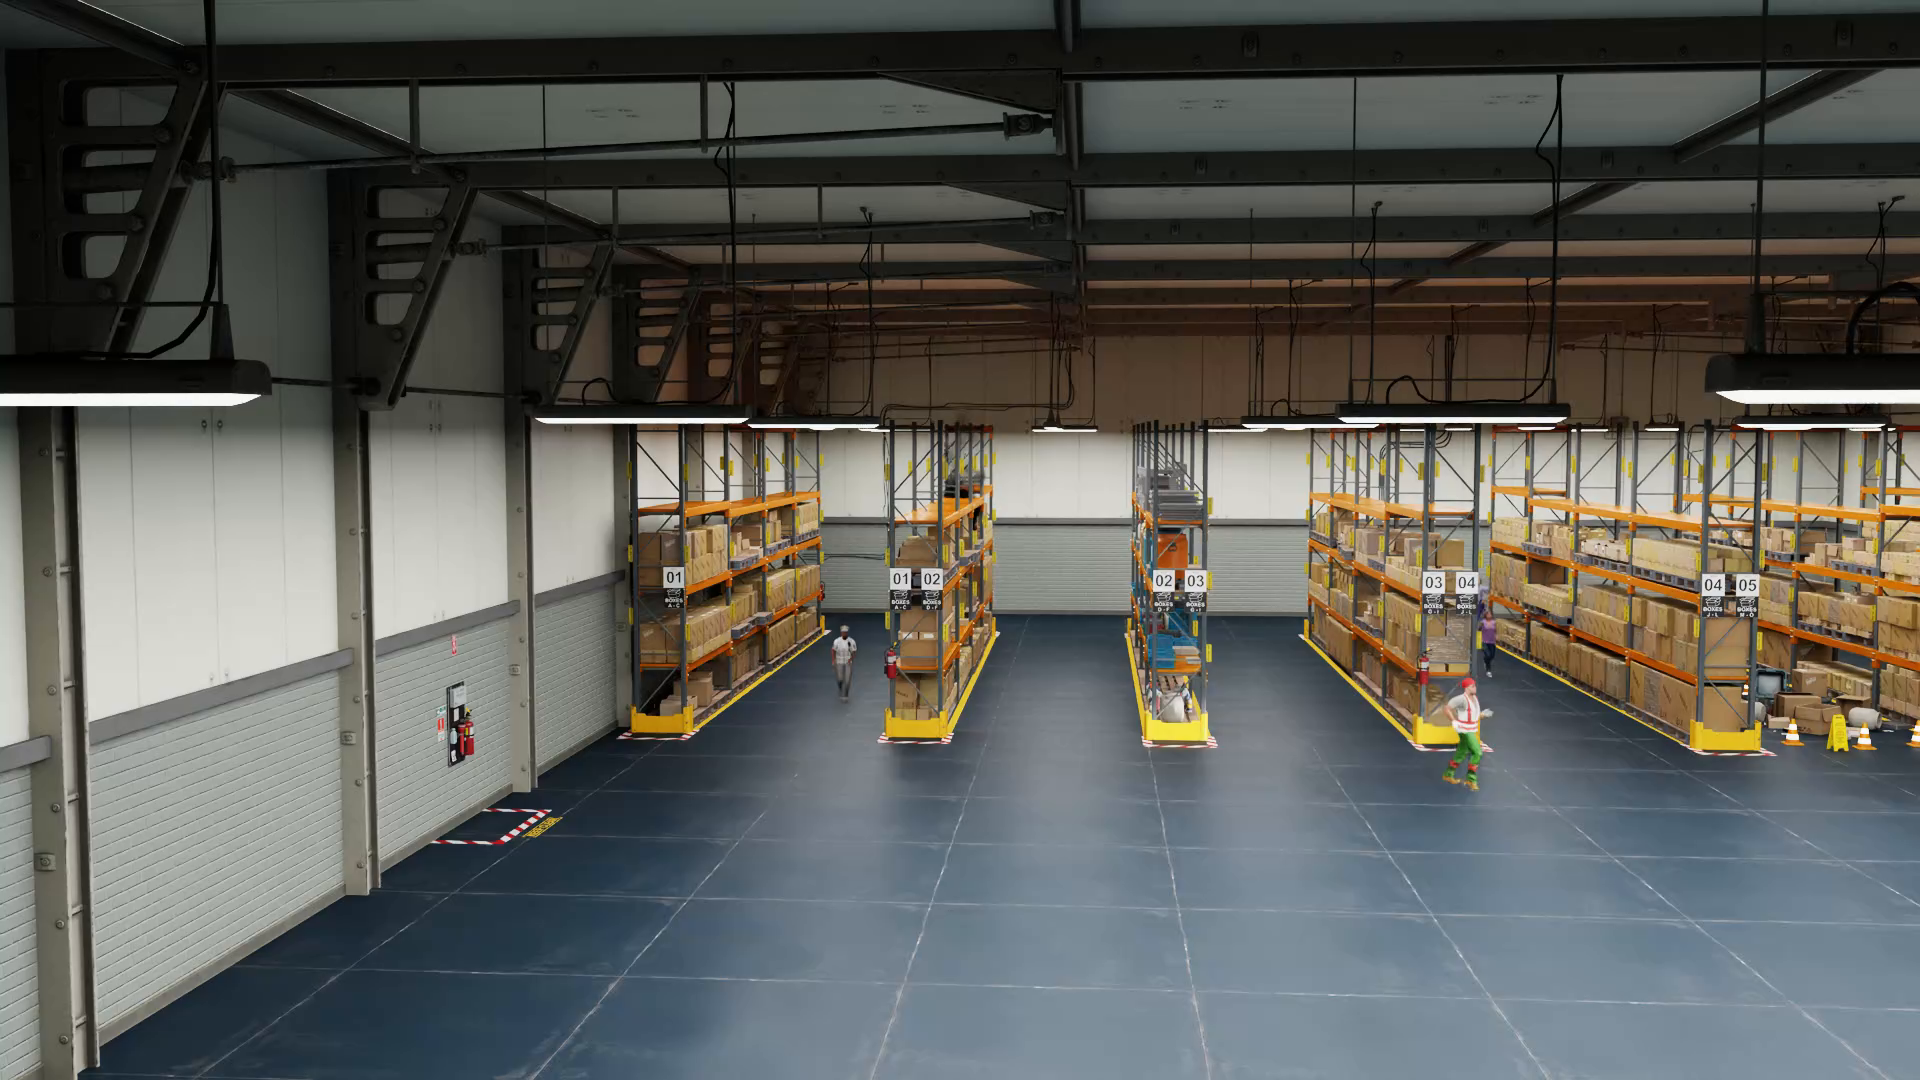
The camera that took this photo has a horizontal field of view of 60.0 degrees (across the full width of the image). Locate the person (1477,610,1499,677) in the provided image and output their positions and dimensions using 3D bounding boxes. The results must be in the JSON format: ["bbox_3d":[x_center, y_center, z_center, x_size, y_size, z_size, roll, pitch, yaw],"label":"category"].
[{"bbox_3d":[12.542,2.452,39.601,0.540,1.563,0.604,0,4,-2],"label":"person"}]

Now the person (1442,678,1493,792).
[{"bbox_3d":[8.206,3.141,26.903,0.779,1.851,0.616,3,5,39],"label":"person"}]

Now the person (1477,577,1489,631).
[{"bbox_3d":[14.720,1.908,47.330,0.733,1.712,0.603,-2,4,-27],"label":"person"}]

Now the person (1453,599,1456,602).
[{"bbox_3d":[14.207,1.923,47.008,0.536,1.675,0.717,-1,4,-20],"label":"person"}]

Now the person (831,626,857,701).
[{"bbox_3d":[-2.484,2.653,35.604,0.559,1.636,0.586,0,4,-3],"label":"person"}]
